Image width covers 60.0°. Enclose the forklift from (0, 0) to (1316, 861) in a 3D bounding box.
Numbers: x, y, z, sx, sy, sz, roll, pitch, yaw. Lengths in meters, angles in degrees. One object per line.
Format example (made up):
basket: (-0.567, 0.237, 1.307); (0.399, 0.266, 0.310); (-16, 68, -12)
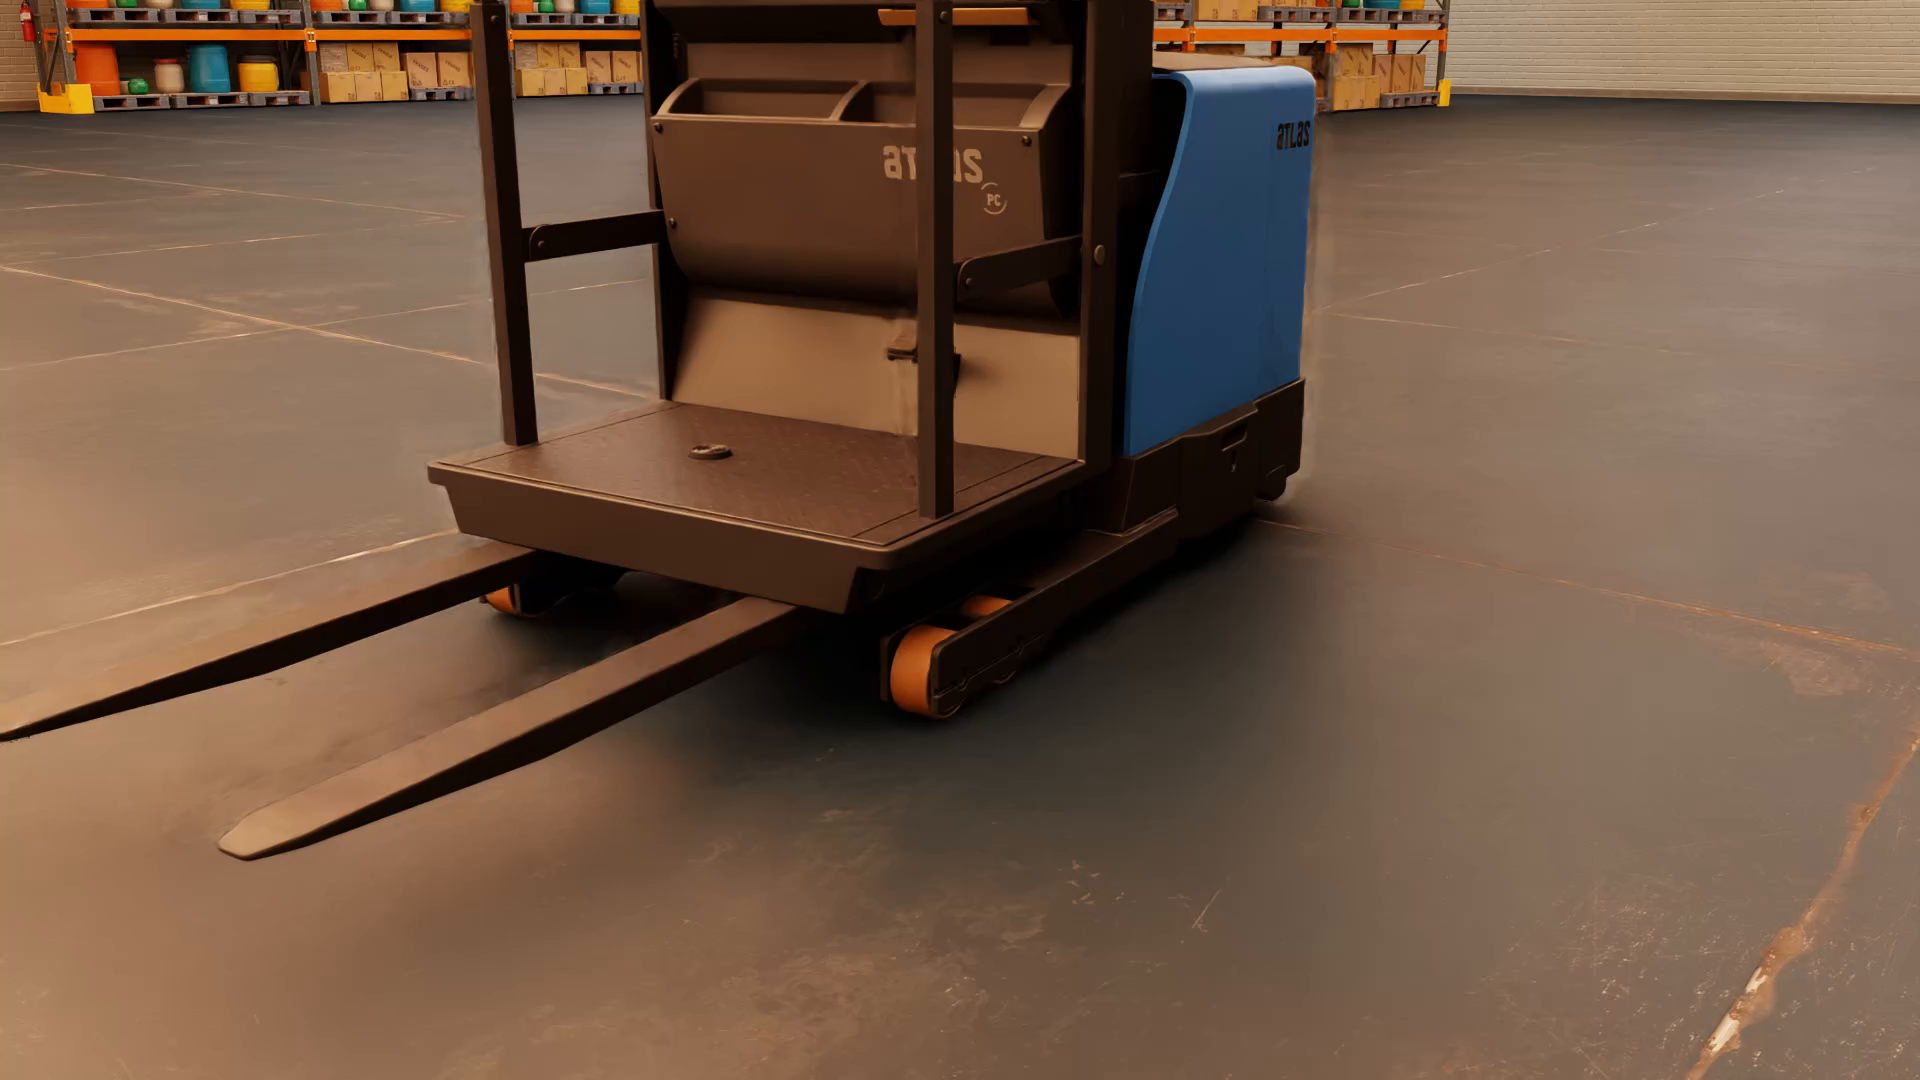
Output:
forklift: (-0.323, -1.242, 2.986); (1.130, 2.935, 3.031); (10, 20, 30)
